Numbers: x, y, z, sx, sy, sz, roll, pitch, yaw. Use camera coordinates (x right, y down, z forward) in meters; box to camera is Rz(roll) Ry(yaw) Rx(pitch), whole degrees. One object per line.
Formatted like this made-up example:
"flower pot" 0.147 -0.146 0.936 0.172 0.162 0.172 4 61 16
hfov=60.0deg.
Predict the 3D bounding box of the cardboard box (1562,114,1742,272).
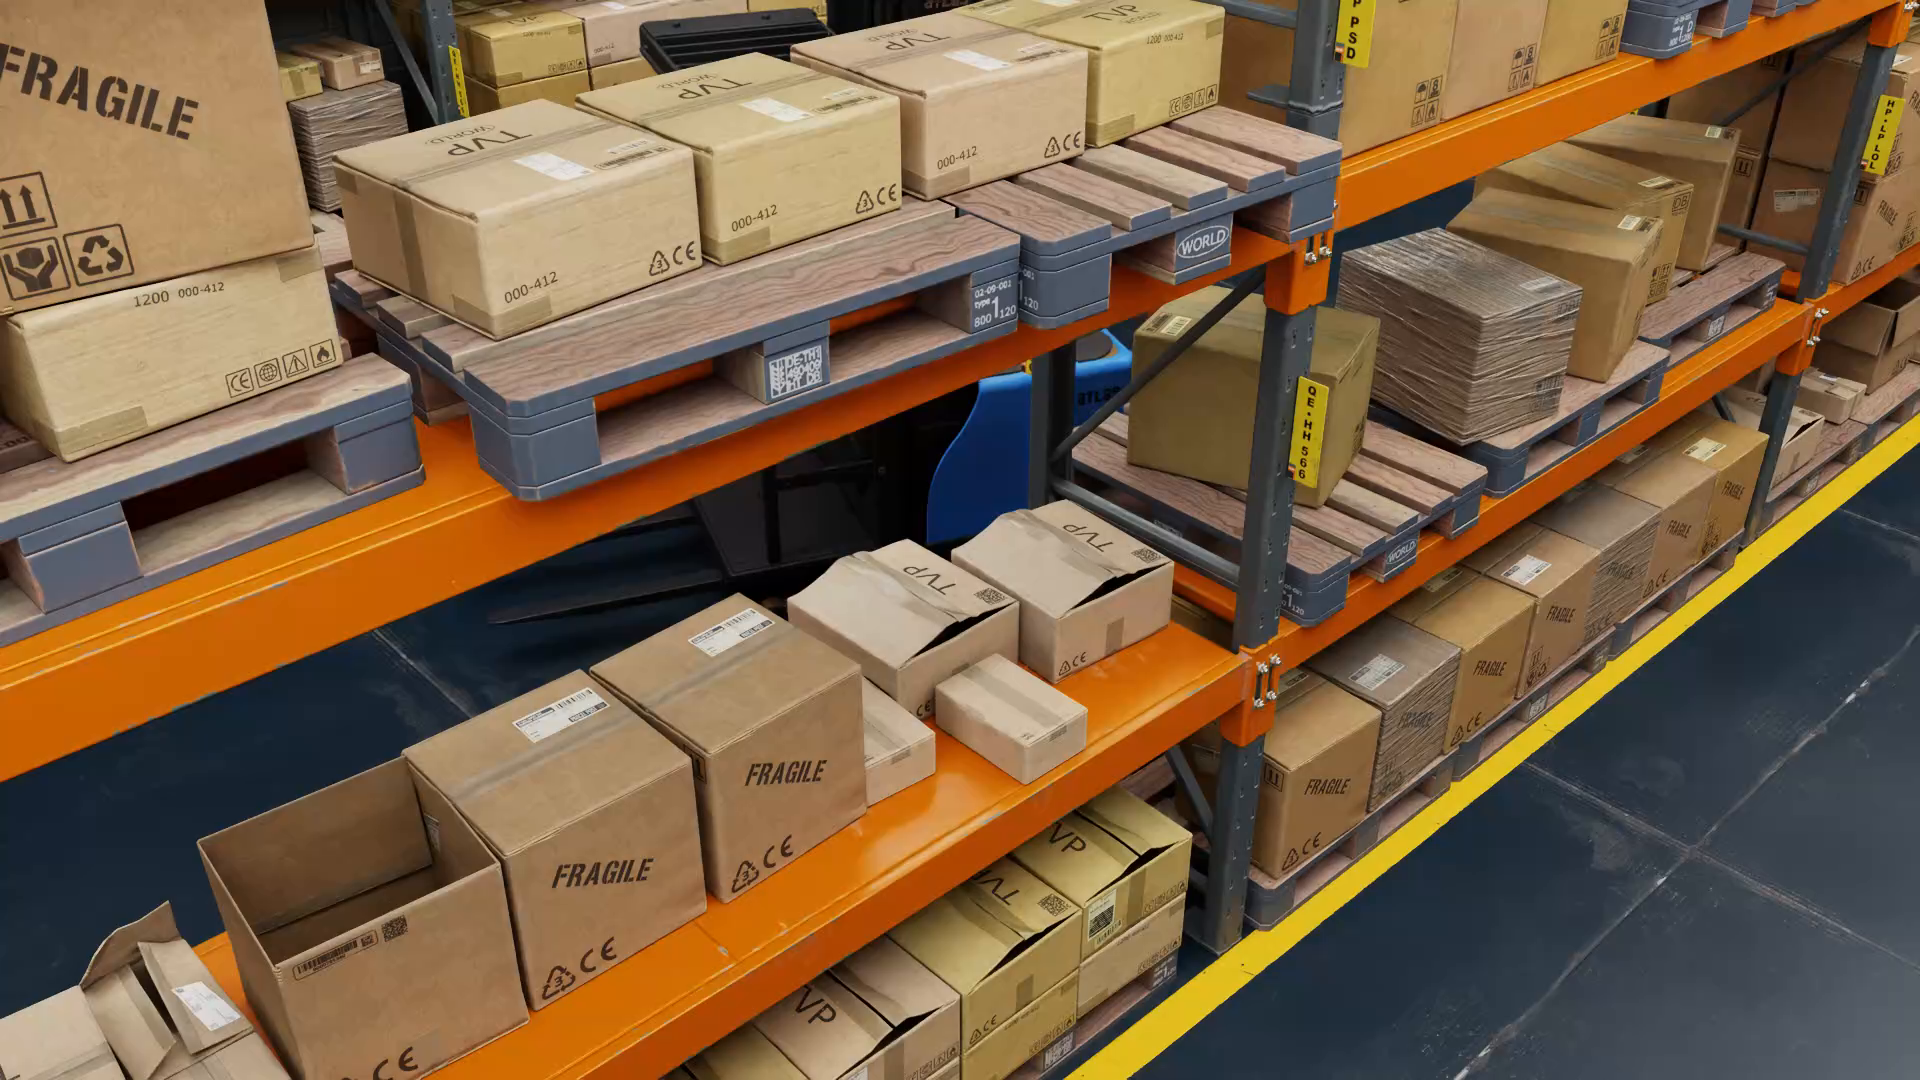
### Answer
"cardboard box" 3.050 -1.581 7.462 0.700 0.500 0.500 15 35 23

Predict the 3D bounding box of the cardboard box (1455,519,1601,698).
"cardboard box" 2.275 0.253 6.936 0.500 0.500 0.500 -27 41 -37

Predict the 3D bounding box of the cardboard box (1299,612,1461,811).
"cardboard box" 1.525 0.616 6.342 0.500 0.500 0.500 -27 41 -37

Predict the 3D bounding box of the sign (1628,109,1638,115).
"sign" 3.175 -2.016 7.842 0.005 0.325 0.100 -26 40 -35

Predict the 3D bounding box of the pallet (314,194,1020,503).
"pallet" -0.638 -0.549 3.579 1.213 0.211 1.003 -24 39 -33

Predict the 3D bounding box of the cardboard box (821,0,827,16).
"cardboard box" -0.745 -3.211 9.507 0.500 0.250 0.500 -25 39 -35

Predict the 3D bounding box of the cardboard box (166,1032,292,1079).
"cardboard box" -1.528 1.267 3.544 0.250 0.149 0.380 -26 40 -35

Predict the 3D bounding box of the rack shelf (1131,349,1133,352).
"rack shelf" 0.905 -0.622 8.622 0.431 0.518 0.480 24 39 34

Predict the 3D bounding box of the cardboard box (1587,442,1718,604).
"cardboard box" 3.014 -0.106 7.523 0.500 0.500 0.500 -26 40 -35

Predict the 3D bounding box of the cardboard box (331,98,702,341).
"cardboard box" -0.873 -0.654 3.310 0.500 0.250 0.500 25 40 35

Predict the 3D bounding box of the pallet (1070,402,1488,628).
"pallet" 1.066 -0.208 5.899 1.003 0.211 1.213 -26 40 -35

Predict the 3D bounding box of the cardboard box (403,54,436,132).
"cardboard box" -2.587 -2.363 8.839 0.500 0.500 0.500 -26 40 -35

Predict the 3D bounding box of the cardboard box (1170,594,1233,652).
"cardboard box" 1.143 0.434 6.639 0.500 0.500 0.500 -24 39 -34

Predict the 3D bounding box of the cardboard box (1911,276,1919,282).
"cardboard box" 5.893 -1.443 10.029 0.250 0.166 0.380 -26 40 -35

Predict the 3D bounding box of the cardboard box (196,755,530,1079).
"cardboard box" -1.356 0.900 3.807 0.500 0.500 0.500 -23 38 -32

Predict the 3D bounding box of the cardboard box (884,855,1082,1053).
"cardboard box" 0.023 1.199 5.110 0.500 0.311 0.500 -27 40 -36

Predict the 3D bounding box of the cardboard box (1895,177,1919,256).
"cardboard box" 4.482 -1.744 8.131 0.500 0.500 0.500 -25 39 -35

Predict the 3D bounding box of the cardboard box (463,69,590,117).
"cardboard box" -2.224 -2.169 8.522 0.500 0.500 0.500 -24 39 -34

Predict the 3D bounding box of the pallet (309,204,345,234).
"pallet" -3.205 -1.541 8.079 1.003 0.211 1.213 -26 40 -35

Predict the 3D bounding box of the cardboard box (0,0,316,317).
"cardboard box" -1.436 -0.733 2.721 0.500 0.500 0.500 -22 38 -31

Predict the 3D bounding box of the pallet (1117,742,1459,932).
"pallet" 1.190 0.916 6.549 1.213 0.211 1.003 -26 40 -35

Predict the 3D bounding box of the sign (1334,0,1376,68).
"sign" 0.988 -1.342 4.122 0.005 0.325 0.100 -26 40 -35

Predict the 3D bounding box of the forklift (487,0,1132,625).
"forklift" -0.750 -1.136 7.299 3.031 2.935 1.130 -11 33 -17

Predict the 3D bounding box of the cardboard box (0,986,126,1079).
"cardboard box" -1.985 1.269 3.444 0.500 0.250 0.500 -23 38 -33

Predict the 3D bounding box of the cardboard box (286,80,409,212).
"cardboard box" -3.092 -1.976 8.089 0.700 0.500 0.500 24 39 34

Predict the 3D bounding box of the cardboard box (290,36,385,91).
"cardboard box" -2.987 -2.290 7.980 0.380 0.149 0.250 23 38 33

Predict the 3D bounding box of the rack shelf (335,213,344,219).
"rack shelf" -4.221 -0.900 7.537 4.000 0.370 1.077 -26 40 -35

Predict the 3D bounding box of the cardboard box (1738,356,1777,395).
"cardboard box" 4.324 -1.059 9.262 0.500 0.311 0.500 -26 40 -35

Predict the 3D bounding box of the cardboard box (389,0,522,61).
"cardboard box" -2.598 -2.675 8.630 0.500 0.250 0.500 -25 39 -34

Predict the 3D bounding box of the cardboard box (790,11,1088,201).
"cardboard box" -0.050 -1.043 3.945 0.500 0.250 0.500 -25 39 -34

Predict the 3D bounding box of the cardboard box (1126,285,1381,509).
"cardboard box" 1.002 -0.511 5.712 0.700 0.500 0.500 15 35 23

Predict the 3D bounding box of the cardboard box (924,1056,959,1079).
"cardboard box" -0.350 1.612 4.971 0.500 0.250 0.500 -25 39 -34

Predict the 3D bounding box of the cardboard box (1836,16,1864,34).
"cardboard box" 4.118 -2.372 8.200 0.500 0.500 0.500 -27 40 -36

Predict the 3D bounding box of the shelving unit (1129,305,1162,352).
"shelving unit" 0.905 -1.230 8.250 0.431 2.100 0.503 24 39 34

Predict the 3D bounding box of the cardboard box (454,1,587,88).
"cardboard box" -2.225 -2.487 8.323 0.500 0.250 0.500 -25 39 -34

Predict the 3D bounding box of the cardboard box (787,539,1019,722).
"cardboard box" -0.171 0.258 5.038 0.500 0.311 0.500 -26 40 -36

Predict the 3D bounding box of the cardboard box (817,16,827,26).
"cardboard box" -1.093 -2.715 9.414 0.500 0.500 0.500 -25 39 -34

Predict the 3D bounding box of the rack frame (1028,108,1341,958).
"rack frame" 0.616 -0.023 5.412 0.127 3.000 1.000 -26 40 -35

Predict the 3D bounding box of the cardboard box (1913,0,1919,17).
"cardboard box" 4.842 -2.336 8.140 0.500 0.500 0.500 -27 41 -37

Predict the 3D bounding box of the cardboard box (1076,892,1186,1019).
"cardboard box" 0.396 1.251 5.562 0.500 0.250 0.500 -25 39 -34

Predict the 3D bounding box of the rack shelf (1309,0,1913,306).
"rack shelf" 2.083 -1.705 5.977 4.000 0.370 1.077 -26 40 -35

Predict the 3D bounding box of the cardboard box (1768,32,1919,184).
"cardboard box" 4.086 -1.970 7.543 0.500 0.500 0.500 -25 39 -34

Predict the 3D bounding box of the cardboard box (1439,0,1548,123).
"cardboard box" 1.287 -1.694 5.174 0.500 0.500 0.910 -26 40 -35

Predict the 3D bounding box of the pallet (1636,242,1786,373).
"pallet" 2.889 -1.118 7.387 1.213 0.211 1.003 -26 40 -35

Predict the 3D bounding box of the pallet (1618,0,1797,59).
"pallet" 2.265 -2.068 6.061 1.003 0.211 1.213 -26 40 -35

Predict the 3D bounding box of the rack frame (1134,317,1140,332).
"rack frame" 1.065 -1.327 8.407 0.400 2.100 0.015 24 39 34

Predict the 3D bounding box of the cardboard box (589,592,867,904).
"cardboard box" -0.603 0.536 4.403 0.500 0.500 0.500 27 40 36

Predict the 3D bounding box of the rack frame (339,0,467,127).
"rack frame" -2.754 -1.917 8.509 0.127 3.000 1.000 -26 40 -35

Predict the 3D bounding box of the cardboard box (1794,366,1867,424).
"cardboard box" 4.632 -0.797 8.973 0.250 0.166 0.380 -26 40 -35

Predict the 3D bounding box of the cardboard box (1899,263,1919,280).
"cardboard box" 5.524 -1.613 10.227 0.500 0.250 0.500 -26 40 -35

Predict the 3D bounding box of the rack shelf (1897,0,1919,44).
"rack shelf" 5.016 -3.124 8.298 4.000 0.370 1.077 -26 40 -35

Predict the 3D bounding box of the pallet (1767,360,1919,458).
"pallet" 4.949 -0.930 9.569 1.213 0.211 1.003 -26 40 -35

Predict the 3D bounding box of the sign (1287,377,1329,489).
"sign" 0.996 -0.306 4.765 0.005 0.325 0.100 -26 40 -35

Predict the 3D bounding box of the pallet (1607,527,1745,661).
"pallet" 2.979 0.051 7.964 1.213 0.211 1.003 -26 40 -35

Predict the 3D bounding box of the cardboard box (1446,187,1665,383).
"cardboard box" 2.296 -1.013 6.533 0.700 0.500 0.500 18 36 27

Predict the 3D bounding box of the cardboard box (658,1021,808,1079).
"cardboard box" -0.718 1.553 4.530 0.500 0.311 0.500 -25 39 -34
